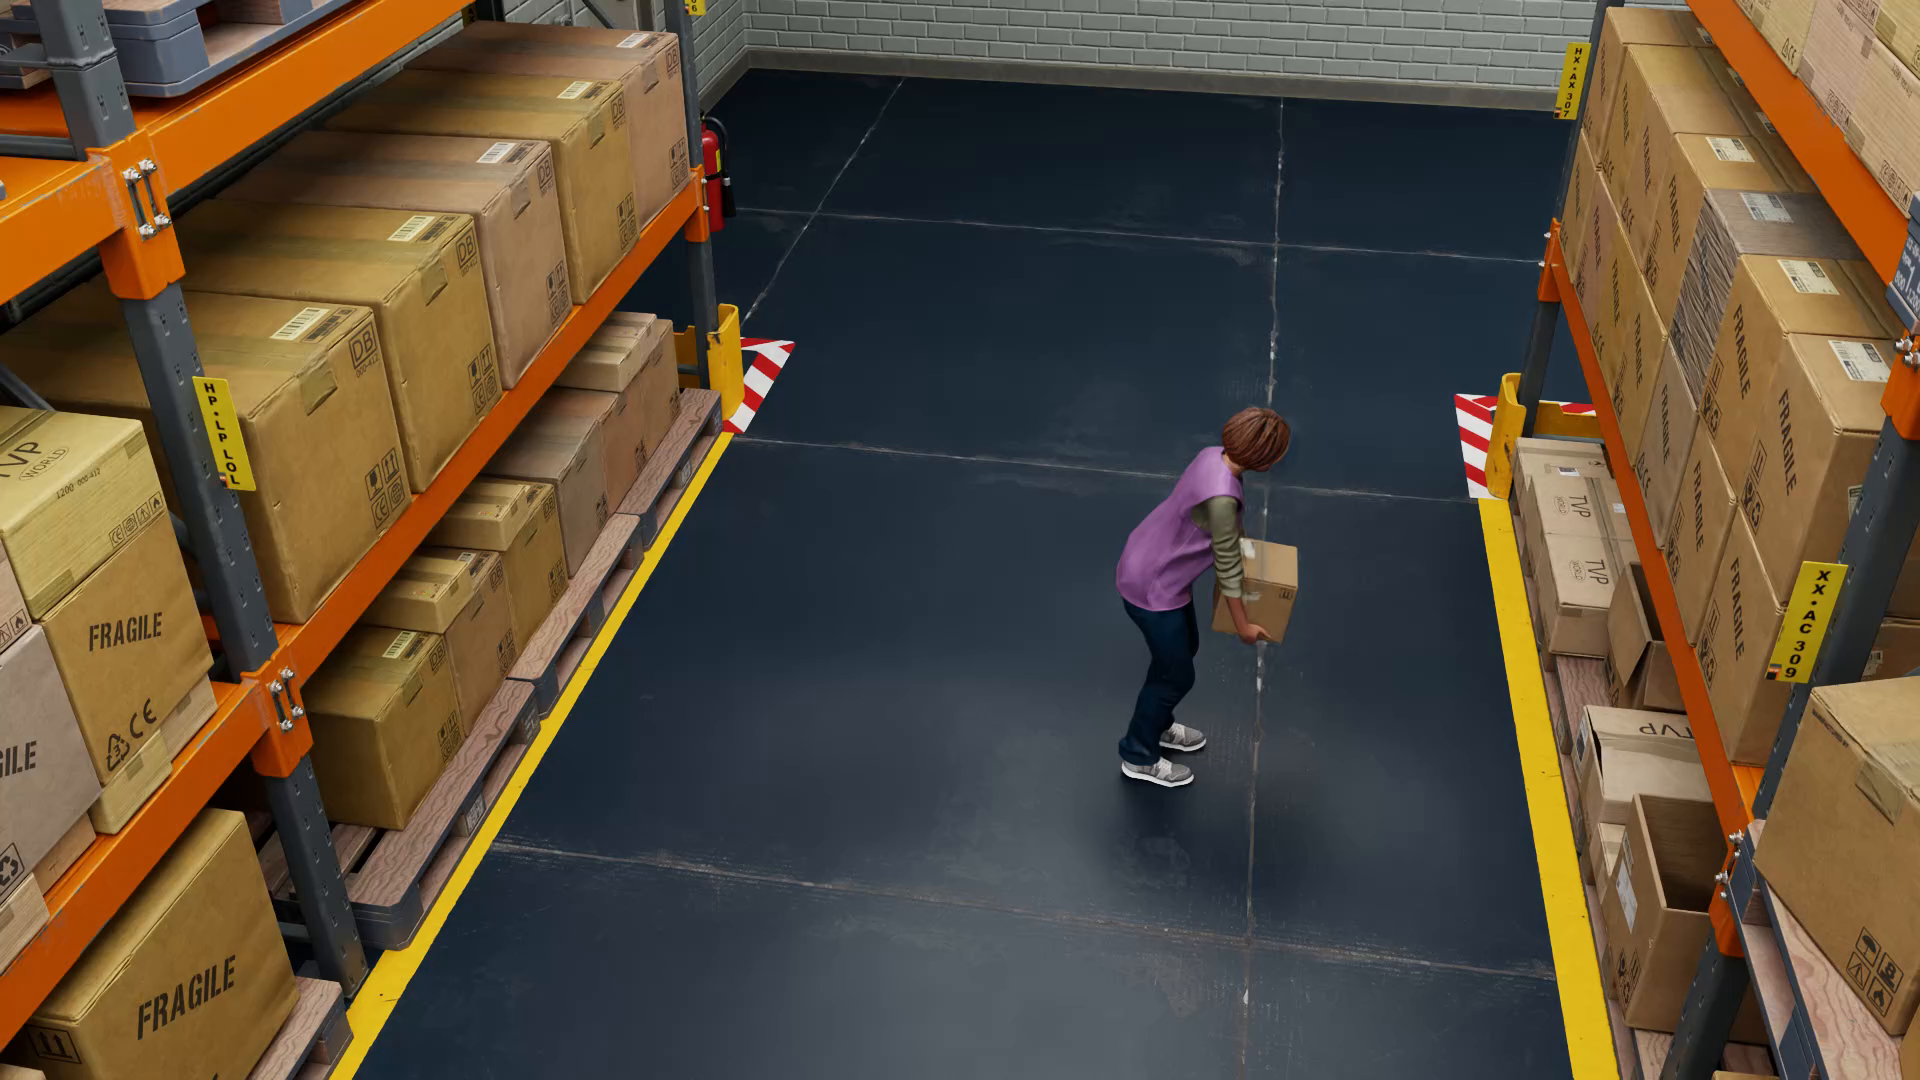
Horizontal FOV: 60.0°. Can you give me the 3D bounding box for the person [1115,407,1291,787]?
[{"bbox_3d":[0.828,0.201,5.910,0.557,1.523,0.377,5,33,7],"label":"person"}]
